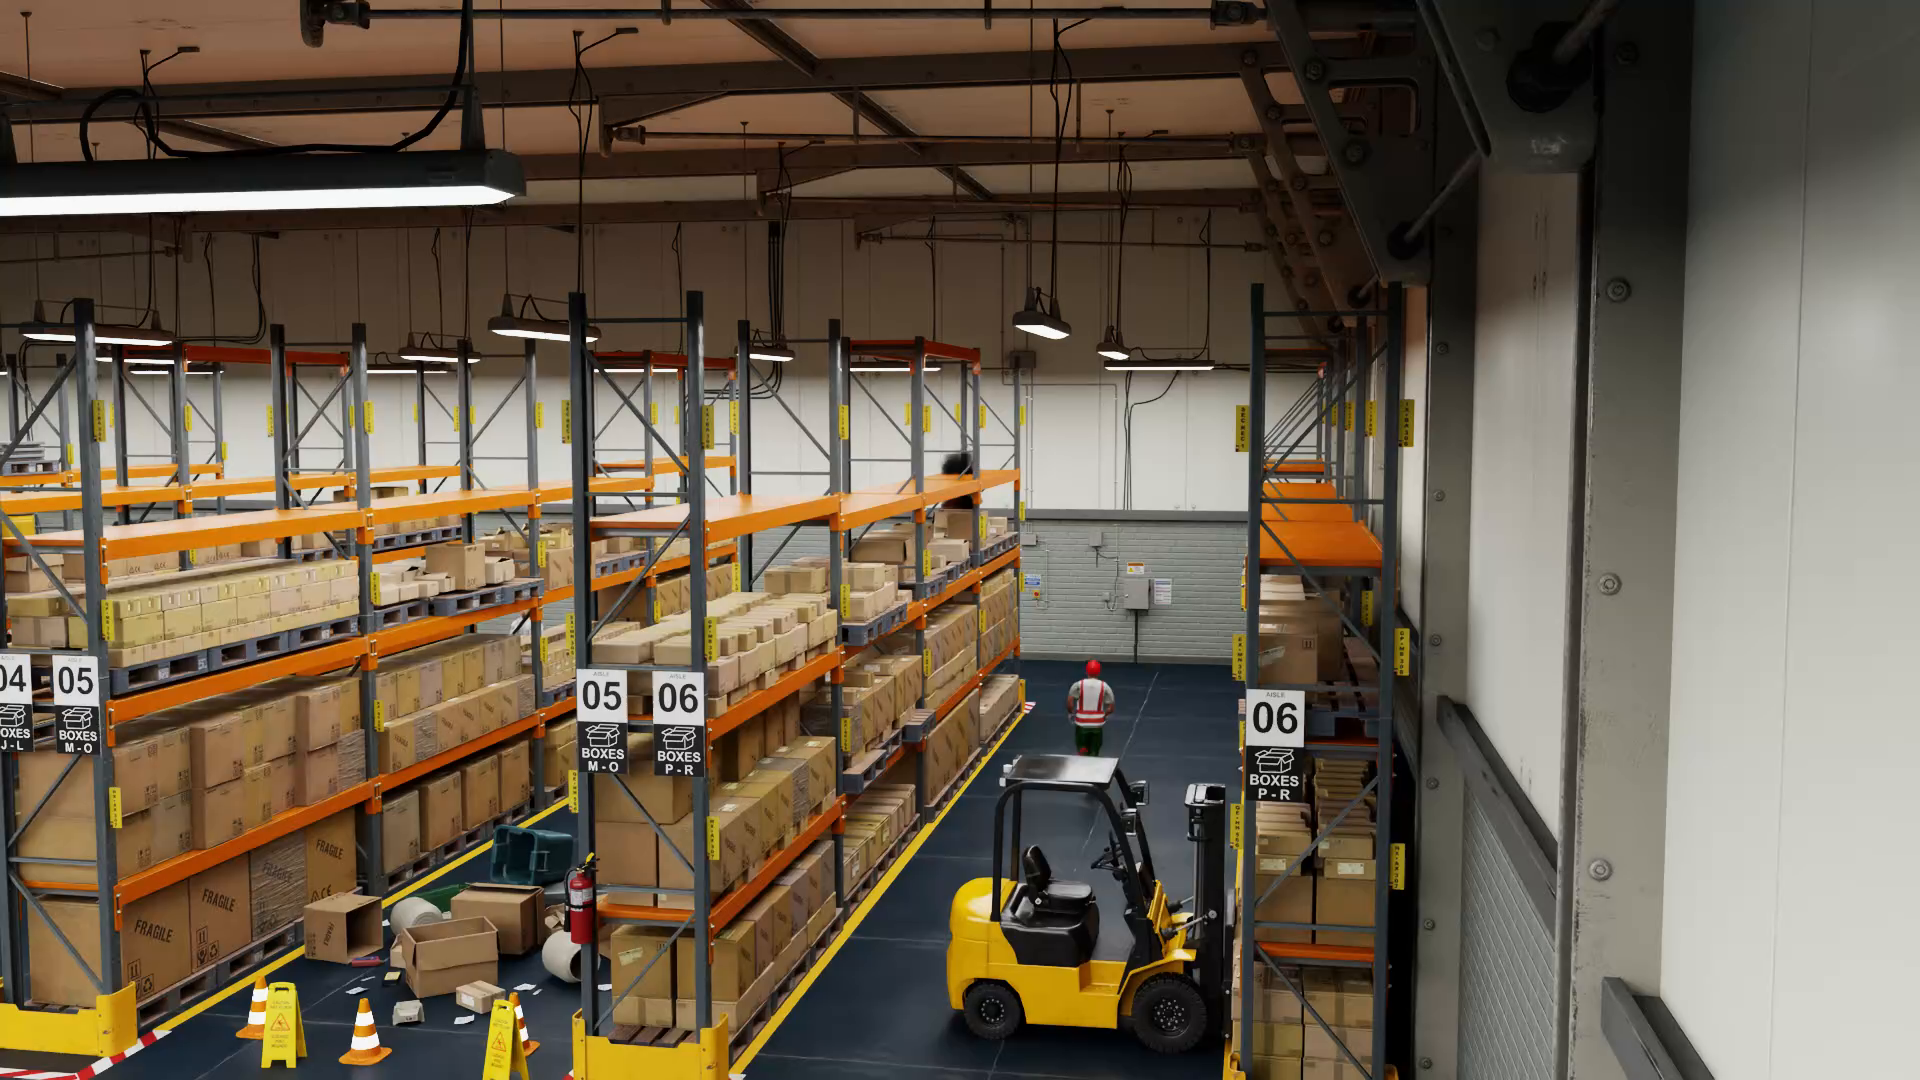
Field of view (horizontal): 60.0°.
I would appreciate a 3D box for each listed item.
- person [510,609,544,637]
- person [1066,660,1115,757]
[{"bbox_3d":[-7.733,1.937,29.711,0.618,1.690,0.879,-2,5,-18],"label":"person"},{"bbox_3d":[1.765,2.484,22.543,0.654,1.744,0.532,0,5,3],"label":"person"}]
